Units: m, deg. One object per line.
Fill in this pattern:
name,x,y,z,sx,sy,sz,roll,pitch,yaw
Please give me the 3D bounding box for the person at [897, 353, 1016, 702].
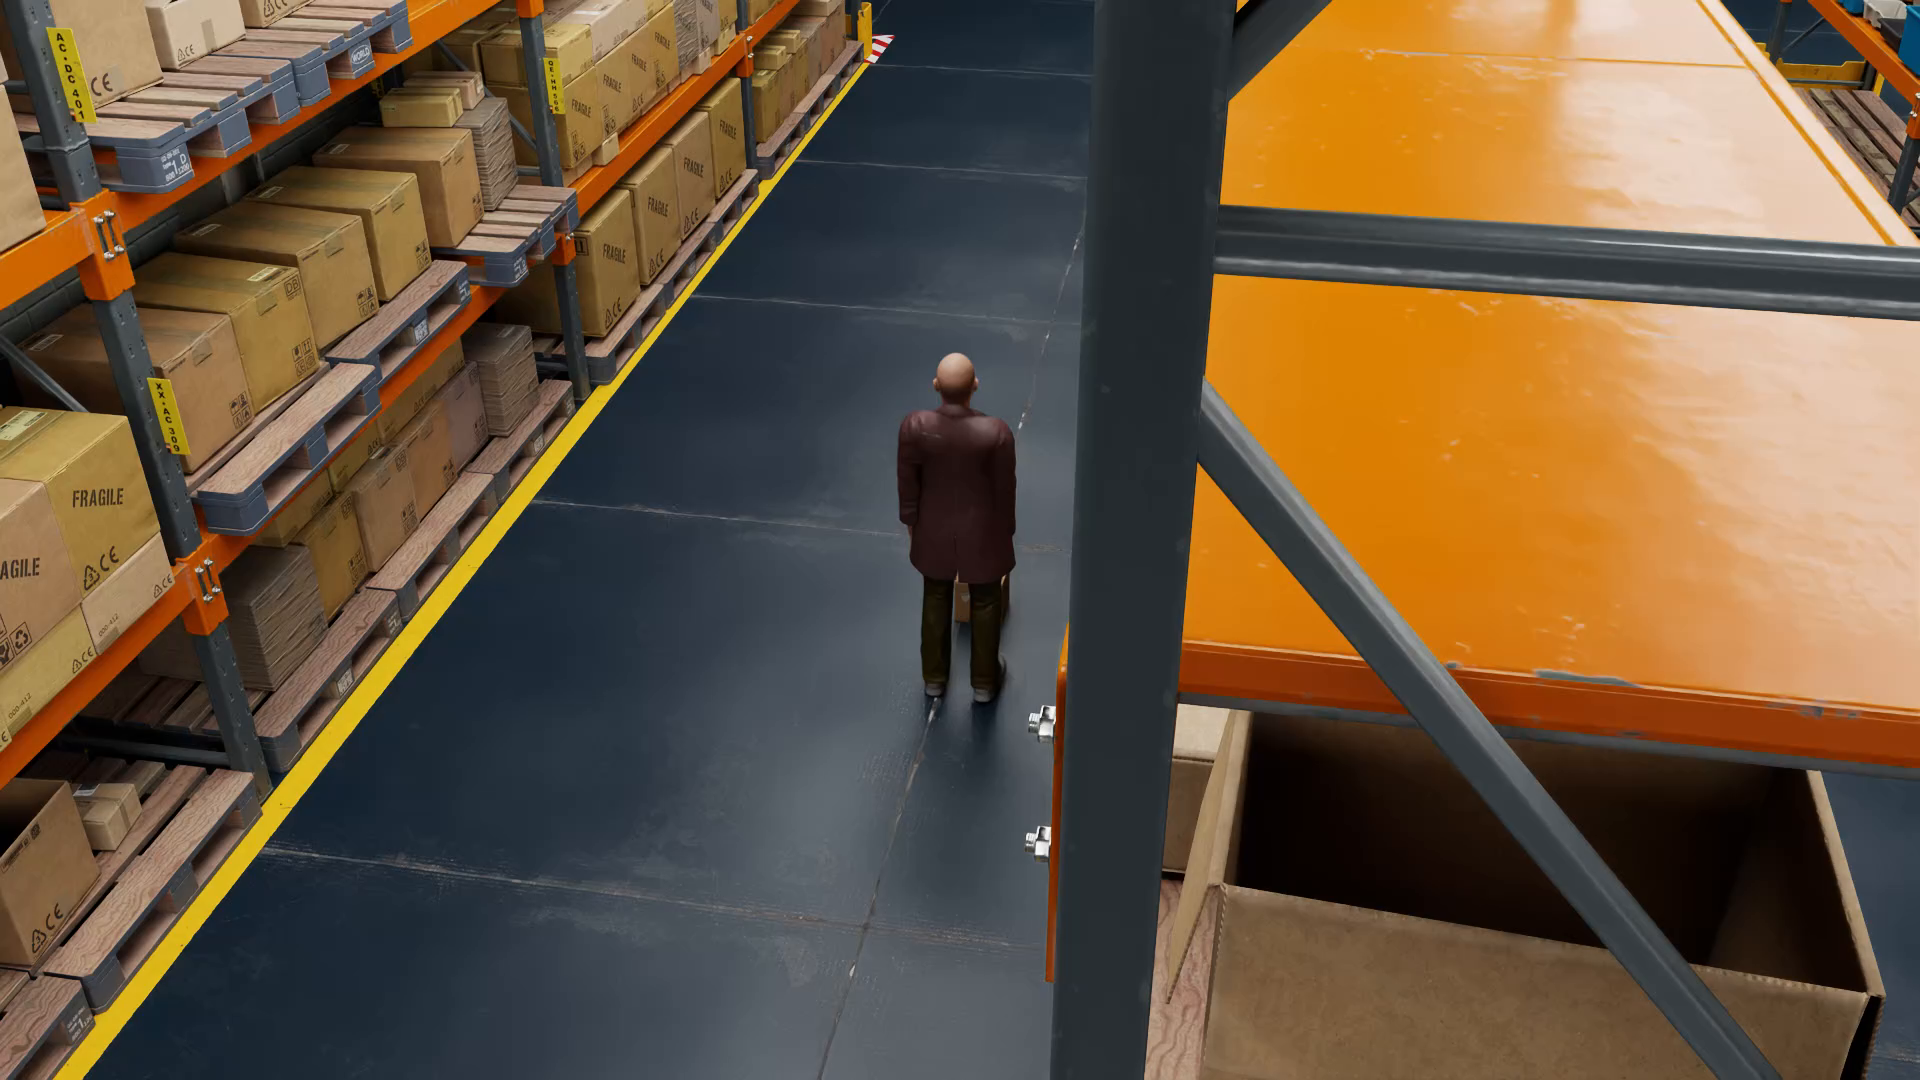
person,-0.011,-0.064,7.761,0.561,1.779,0.381,6,32,10
